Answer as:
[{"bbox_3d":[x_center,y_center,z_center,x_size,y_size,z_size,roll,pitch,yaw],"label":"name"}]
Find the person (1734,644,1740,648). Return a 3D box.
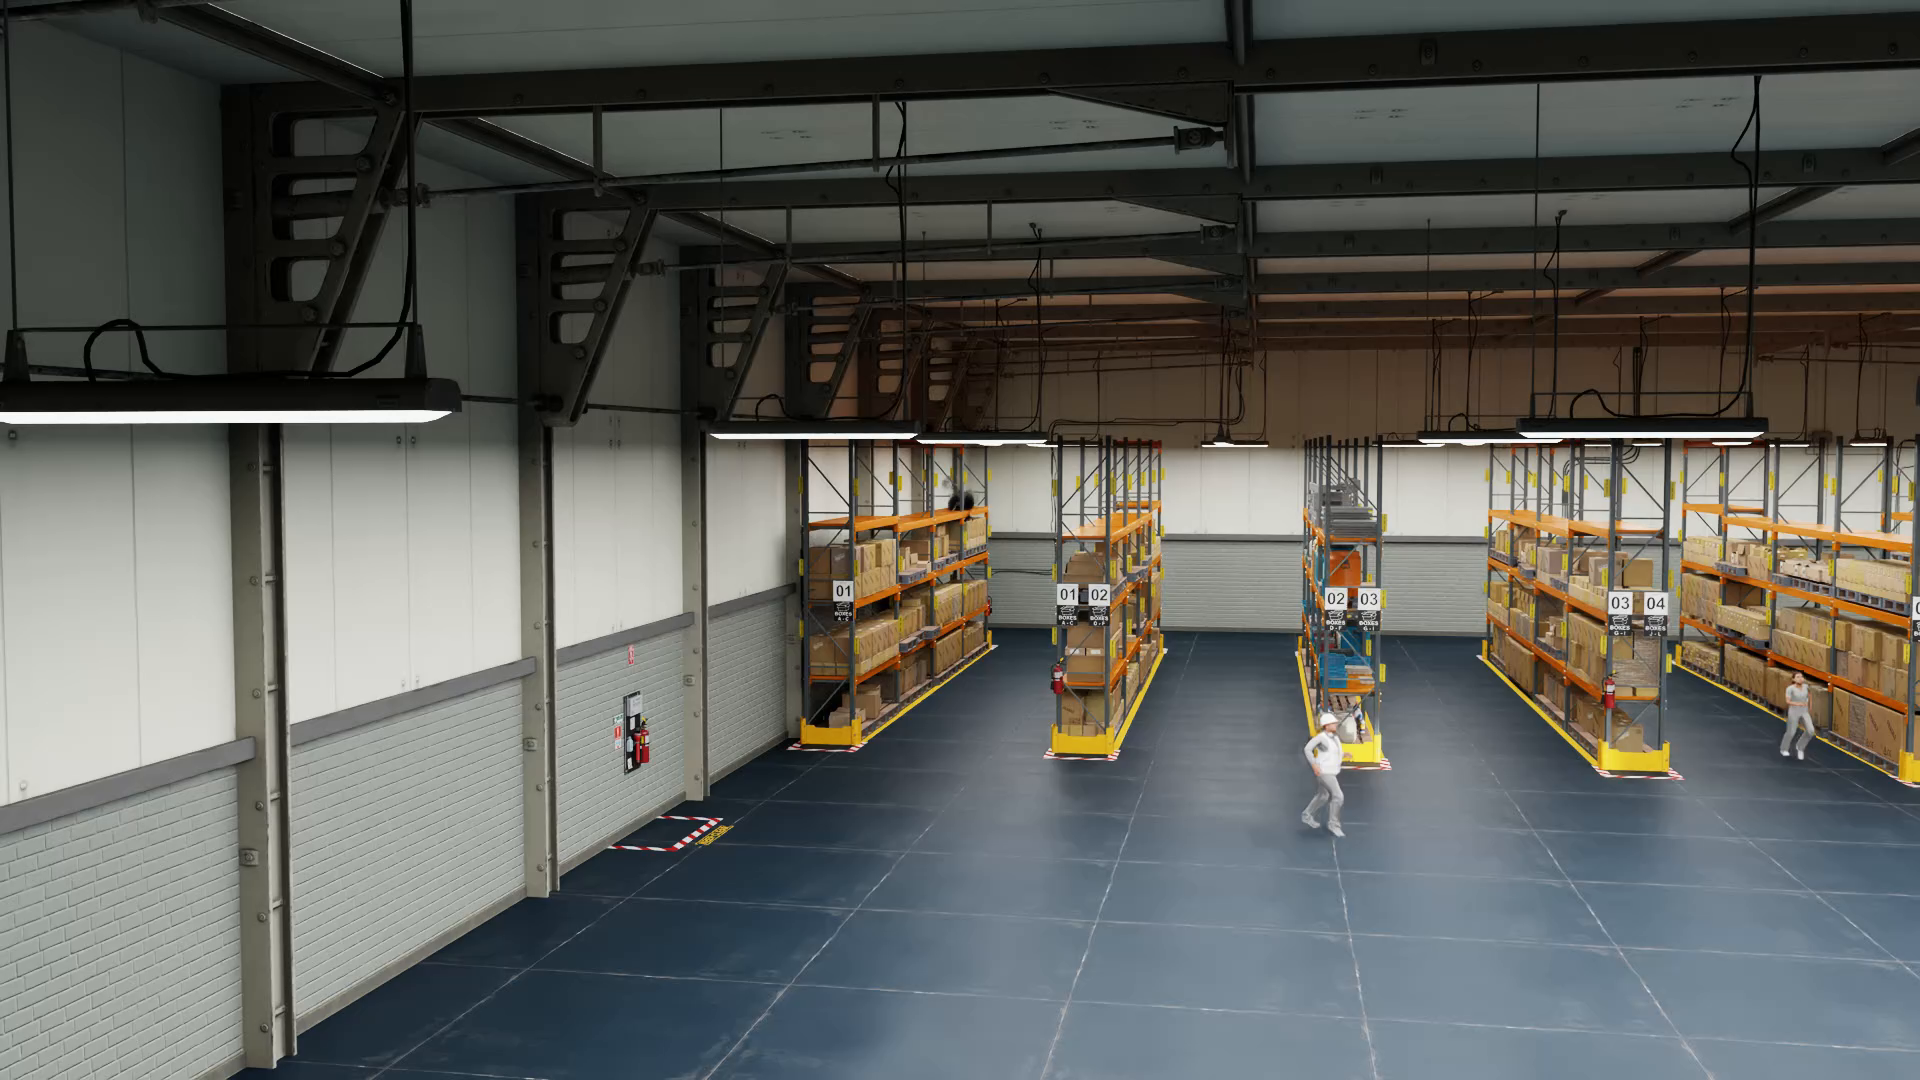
[{"bbox_3d":[21.028,2.442,44.739,0.712,1.724,0.766,-1,3,-23],"label":"person"}]

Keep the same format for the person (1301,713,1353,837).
[{"bbox_3d":[5.483,3.501,24.858,0.783,1.833,0.642,2,4,29],"label":"person"}]

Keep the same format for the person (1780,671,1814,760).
[{"bbox_3d":[15.463,3.223,30.651,0.574,1.631,0.829,0,3,2],"label":"person"}]

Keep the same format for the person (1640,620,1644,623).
[{"bbox_3d":[18.702,2.420,45.290,0.523,1.695,0.726,-1,3,-15],"label":"person"}]
